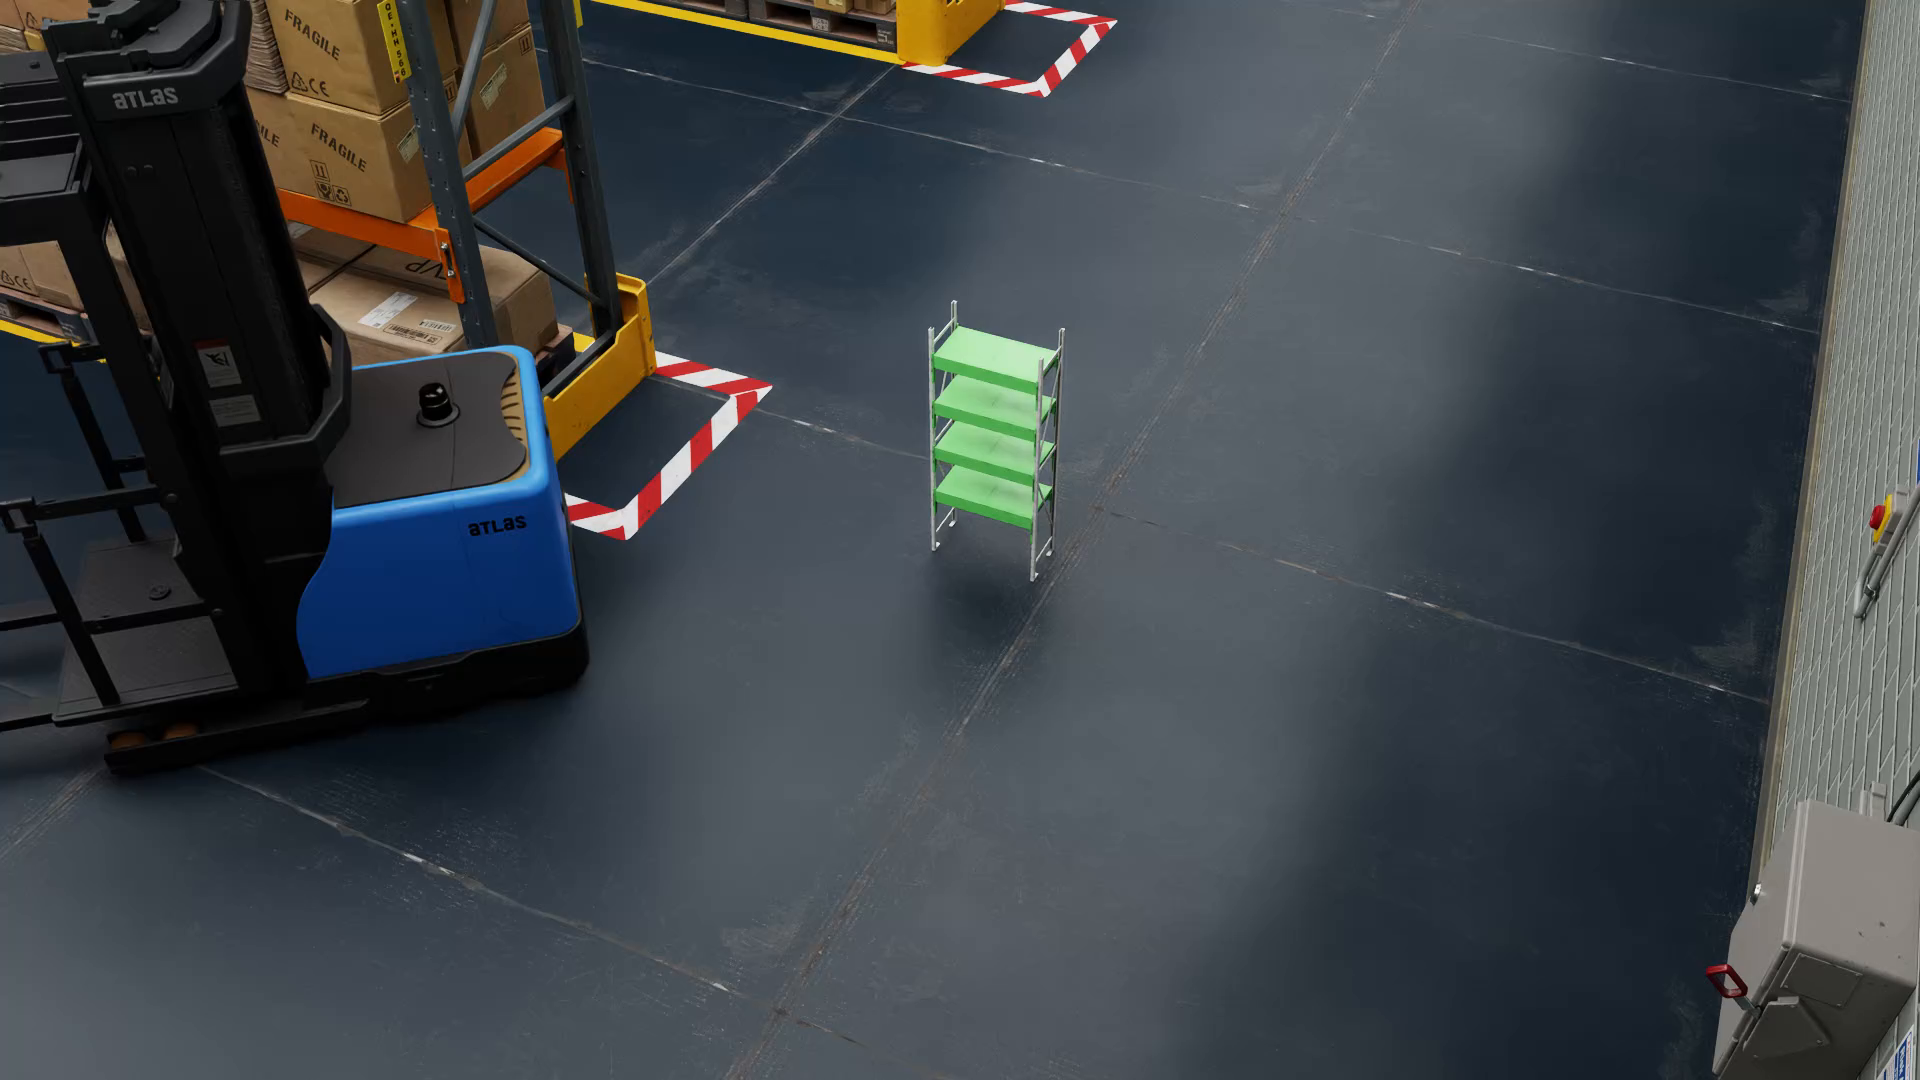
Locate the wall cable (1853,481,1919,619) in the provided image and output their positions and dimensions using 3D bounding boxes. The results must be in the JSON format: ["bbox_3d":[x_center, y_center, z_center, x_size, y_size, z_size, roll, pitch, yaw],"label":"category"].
[{"bbox_3d":[3.138,-0.609,5.246,0.123,1.953,0.585,17,44,19],"label":"wall cable"}]

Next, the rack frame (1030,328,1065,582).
[{"bbox_3d":[0.371,-0.340,7.110,0.015,1.200,0.240,17,44,19],"label":"rack frame"}]

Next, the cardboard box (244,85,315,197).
[{"bbox_3d":[-2.980,-1.923,7.486,0.500,0.500,0.500,16,43,18],"label":"cardboard box"}]

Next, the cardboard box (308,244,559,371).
[{"bbox_3d":[-2.623,-1.074,8.219,0.875,0.438,0.875,16,43,17],"label":"cardboard box"}]

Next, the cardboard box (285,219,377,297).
[{"bbox_3d":[-3.455,-1.323,8.505,0.875,0.438,0.875,18,44,20],"label":"cardboard box"}]

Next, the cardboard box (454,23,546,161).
[{"bbox_3d":[-2.296,-2.102,7.692,0.500,0.500,0.500,17,44,18],"label":"cardboard box"}]

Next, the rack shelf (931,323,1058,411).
[{"bbox_3d":[0.150,-0.722,6.916,0.480,0.148,0.258,17,44,19],"label":"rack shelf"}]

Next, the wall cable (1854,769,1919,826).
[{"bbox_3d":[2.549,0.248,4.282,0.122,1.984,0.588,17,44,19],"label":"wall cable"}]

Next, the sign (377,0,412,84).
[{"bbox_3d":[-2.224,-1.969,6.551,0.005,0.325,0.100,17,44,19],"label":"sign"}]

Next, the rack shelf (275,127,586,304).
[{"bbox_3d":[-3.795,-2.042,8.249,4.000,0.370,1.077,17,44,19],"label":"rack shelf"}]

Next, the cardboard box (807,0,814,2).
[{"bbox_3d":[-1.025,-3.965,11.775,0.250,0.149,0.380,17,44,18],"label":"cardboard box"}]

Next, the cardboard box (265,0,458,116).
[{"bbox_3d":[-2.520,-2.168,7.006,0.500,0.500,0.500,18,44,20],"label":"cardboard box"}]

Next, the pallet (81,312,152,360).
[{"bbox_3d":[-3.841,-1.220,8.881,1.213,0.211,1.003,17,44,19],"label":"pallet"}]

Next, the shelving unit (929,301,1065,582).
[{"bbox_3d":[0.150,-0.408,7.188,0.503,1.200,0.258,17,44,19],"label":"shelving unit"}]

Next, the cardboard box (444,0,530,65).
[{"bbox_3d":[-2.297,-2.478,7.363,0.500,0.500,0.500,16,43,18],"label":"cardboard box"}]

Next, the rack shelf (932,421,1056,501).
[{"bbox_3d":[0.150,-0.359,7.230,0.480,0.148,0.258,17,44,19],"label":"rack shelf"}]

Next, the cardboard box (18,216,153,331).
[{"bbox_3d":[-4.272,-1.574,8.795,0.875,0.438,0.875,16,43,17],"label":"cardboard box"}]

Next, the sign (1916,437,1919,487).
[{"bbox_3d":[3.213,-0.327,5.514,0.001,0.218,0.327,17,44,19],"label":"sign"}]

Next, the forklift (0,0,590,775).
[{"bbox_3d":[-3.121,-0.572,6.056,3.031,2.935,1.130,-10,42,-11],"label":"forklift"}]

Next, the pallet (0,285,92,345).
[{"bbox_3d":[-4.951,-1.557,9.270,1.213,0.211,1.003,17,44,19],"label":"pallet"}]

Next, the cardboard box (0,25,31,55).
[{"bbox_3d":[-4.390,-2.337,7.964,0.500,0.500,0.500,17,44,19],"label":"cardboard box"}]

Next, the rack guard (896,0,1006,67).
[{"bbox_3d":[-0.050,-3.803,11.640,0.348,0.500,1.175,17,44,19],"label":"rack guard"}]

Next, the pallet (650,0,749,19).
[{"bbox_3d":[-1.873,-4.279,12.409,1.213,0.211,1.003,17,44,19],"label":"pallet"}]

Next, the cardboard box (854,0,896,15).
[{"bbox_3d":[-0.546,-3.830,11.618,0.250,0.149,0.380,18,44,19],"label":"cardboard box"}]

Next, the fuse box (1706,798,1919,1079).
[{"bbox_3d":[2.117,1.480,4.619,0.414,1.711,0.539,17,44,19],"label":"fuse box"}]

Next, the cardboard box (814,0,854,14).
[{"bbox_3d":[-0.822,-3.841,11.631,0.250,0.149,0.380,18,44,20],"label":"cardboard box"}]

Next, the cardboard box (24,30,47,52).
[{"bbox_3d":[-3.923,-2.195,7.799,0.500,0.500,0.500,18,44,20],"label":"cardboard box"}]

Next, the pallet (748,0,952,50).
[{"bbox_3d":[-0.771,-3.940,12.018,1.213,0.211,1.003,17,44,19],"label":"pallet"}]

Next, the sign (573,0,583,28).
[{"bbox_3d":[-1.742,-2.445,7.443,0.005,0.325,0.100,17,44,19],"label":"sign"}]

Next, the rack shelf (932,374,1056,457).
[{"bbox_3d":[0.150,-0.541,7.073,0.480,0.148,0.258,17,44,19],"label":"rack shelf"}]

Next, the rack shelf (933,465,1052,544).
[{"bbox_3d":[0.150,-0.178,7.387,0.480,0.148,0.258,17,44,19],"label":"rack shelf"}]

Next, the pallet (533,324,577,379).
[{"bbox_3d":[-2.740,-0.882,8.490,1.213,0.211,1.003,17,44,19],"label":"pallet"}]

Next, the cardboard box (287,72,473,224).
[{"bbox_3d":[-2.531,-1.775,7.315,0.500,0.500,0.500,17,44,19],"label":"cardboard box"}]

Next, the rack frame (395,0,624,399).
[{"bbox_3d":[-1.982,-1.760,7.375,0.127,3.000,1.000,17,44,19],"label":"rack frame"}]

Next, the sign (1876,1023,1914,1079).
[{"bbox_3d":[2.096,1.380,3.824,0.001,0.494,0.329,17,44,19],"label":"sign"}]

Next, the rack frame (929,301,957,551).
[{"bbox_3d":[-0.071,-0.475,7.266,0.015,1.200,0.240,17,44,19],"label":"rack frame"}]

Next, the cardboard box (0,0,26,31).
[{"bbox_3d":[-4.363,-2.716,7.637,0.500,0.500,0.500,18,44,19],"label":"cardboard box"}]

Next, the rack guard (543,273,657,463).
[{"bbox_3d":[-1.960,-0.809,8.186,0.348,0.500,1.175,17,44,19],"label":"rack guard"}]

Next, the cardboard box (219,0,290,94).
[{"bbox_3d":[-3.006,-2.296,7.152,0.500,0.500,0.500,17,44,19],"label":"cardboard box"}]

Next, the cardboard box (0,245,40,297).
[{"bbox_3d":[-5.083,-1.821,9.080,0.875,0.438,0.875,16,44,18],"label":"cardboard box"}]

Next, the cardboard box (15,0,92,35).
[{"bbox_3d":[-3.907,-2.575,7.475,0.500,0.500,0.500,17,44,18],"label":"cardboard box"}]
